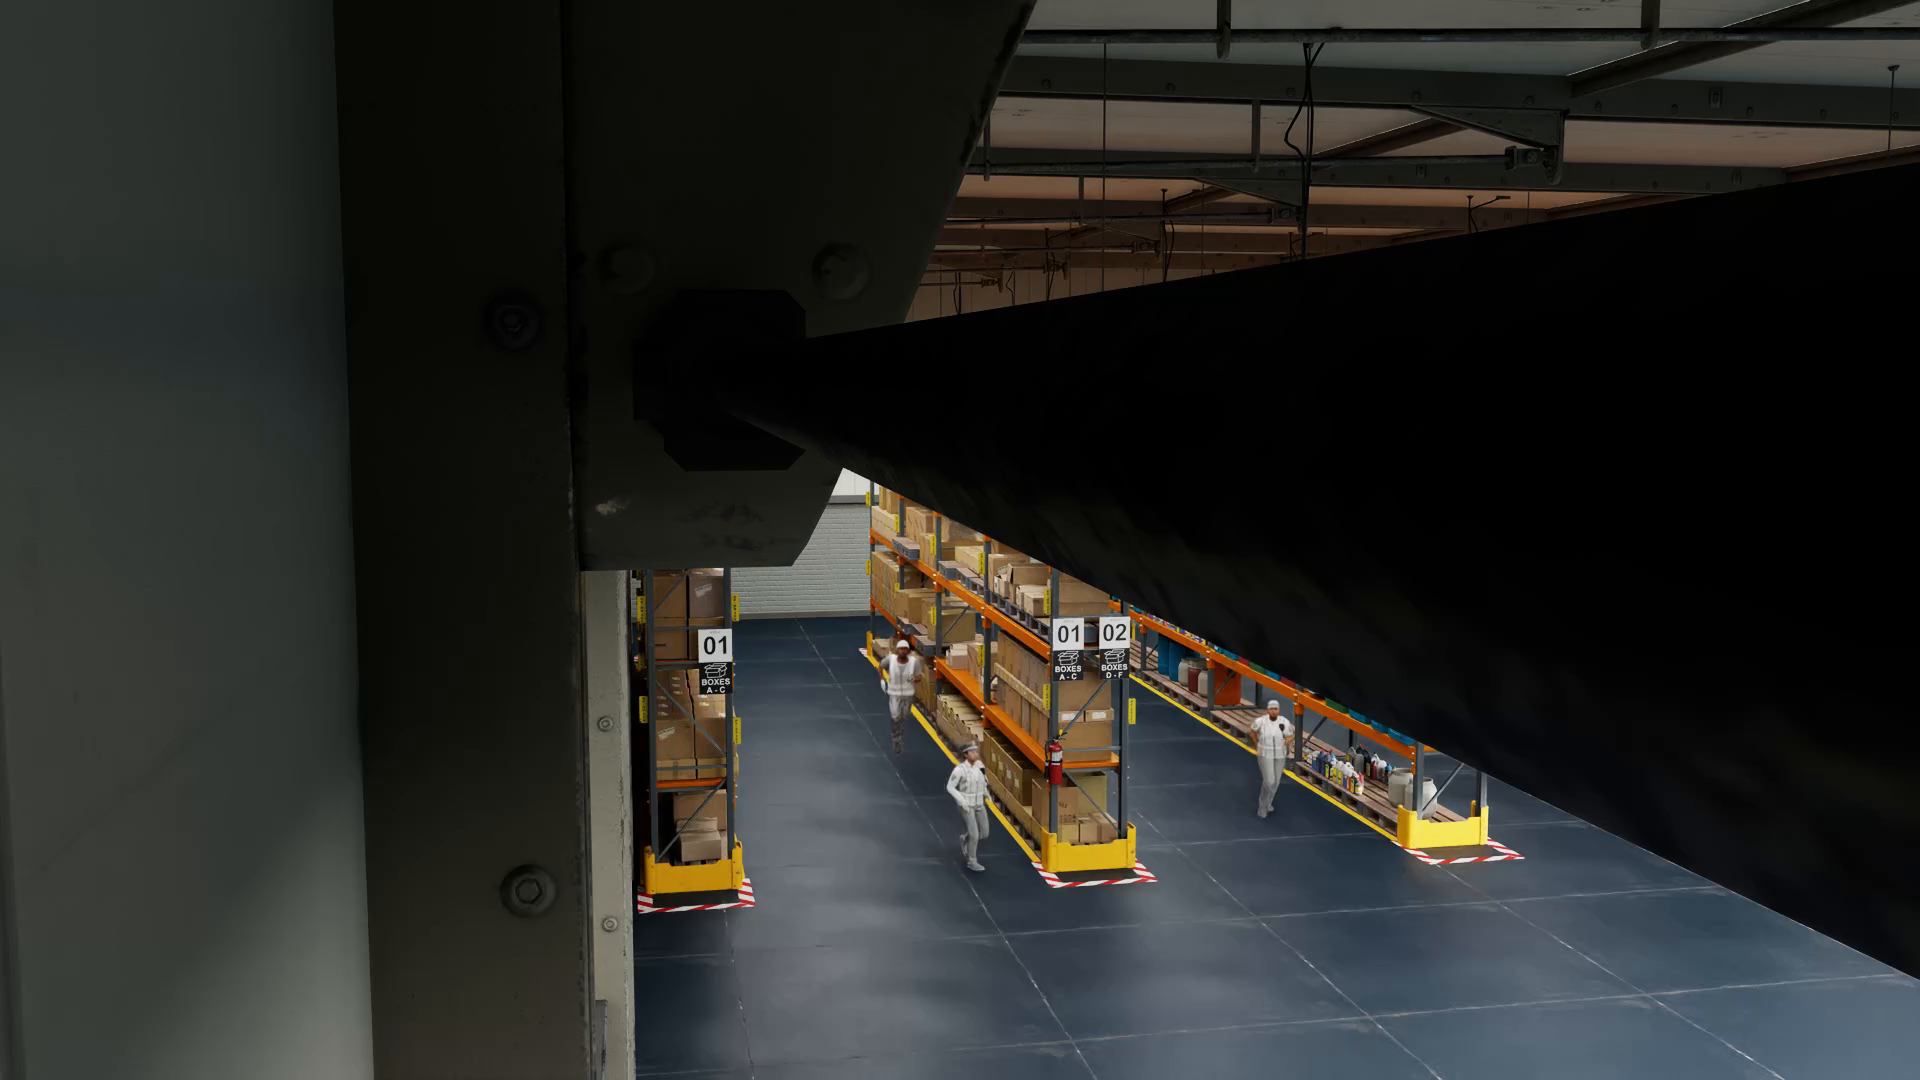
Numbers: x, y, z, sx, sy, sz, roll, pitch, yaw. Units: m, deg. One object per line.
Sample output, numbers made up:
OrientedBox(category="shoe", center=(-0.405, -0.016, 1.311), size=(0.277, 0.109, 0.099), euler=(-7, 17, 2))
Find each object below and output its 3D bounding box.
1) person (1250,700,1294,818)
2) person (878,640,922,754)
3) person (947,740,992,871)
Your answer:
OrientedBox(category="person", center=(4.408, 3.087, 23.392), size=(0.575, 1.701, 0.673), euler=(0, 6, -4))
OrientedBox(category="person", center=(-0.929, 2.462, 26.163), size=(0.662, 1.808, 0.755), euler=(-1, 6, -10))
OrientedBox(category="person", center=(0.118, 3.326, 20.952), size=(0.608, 1.649, 0.576), euler=(-4, 7, -34))
